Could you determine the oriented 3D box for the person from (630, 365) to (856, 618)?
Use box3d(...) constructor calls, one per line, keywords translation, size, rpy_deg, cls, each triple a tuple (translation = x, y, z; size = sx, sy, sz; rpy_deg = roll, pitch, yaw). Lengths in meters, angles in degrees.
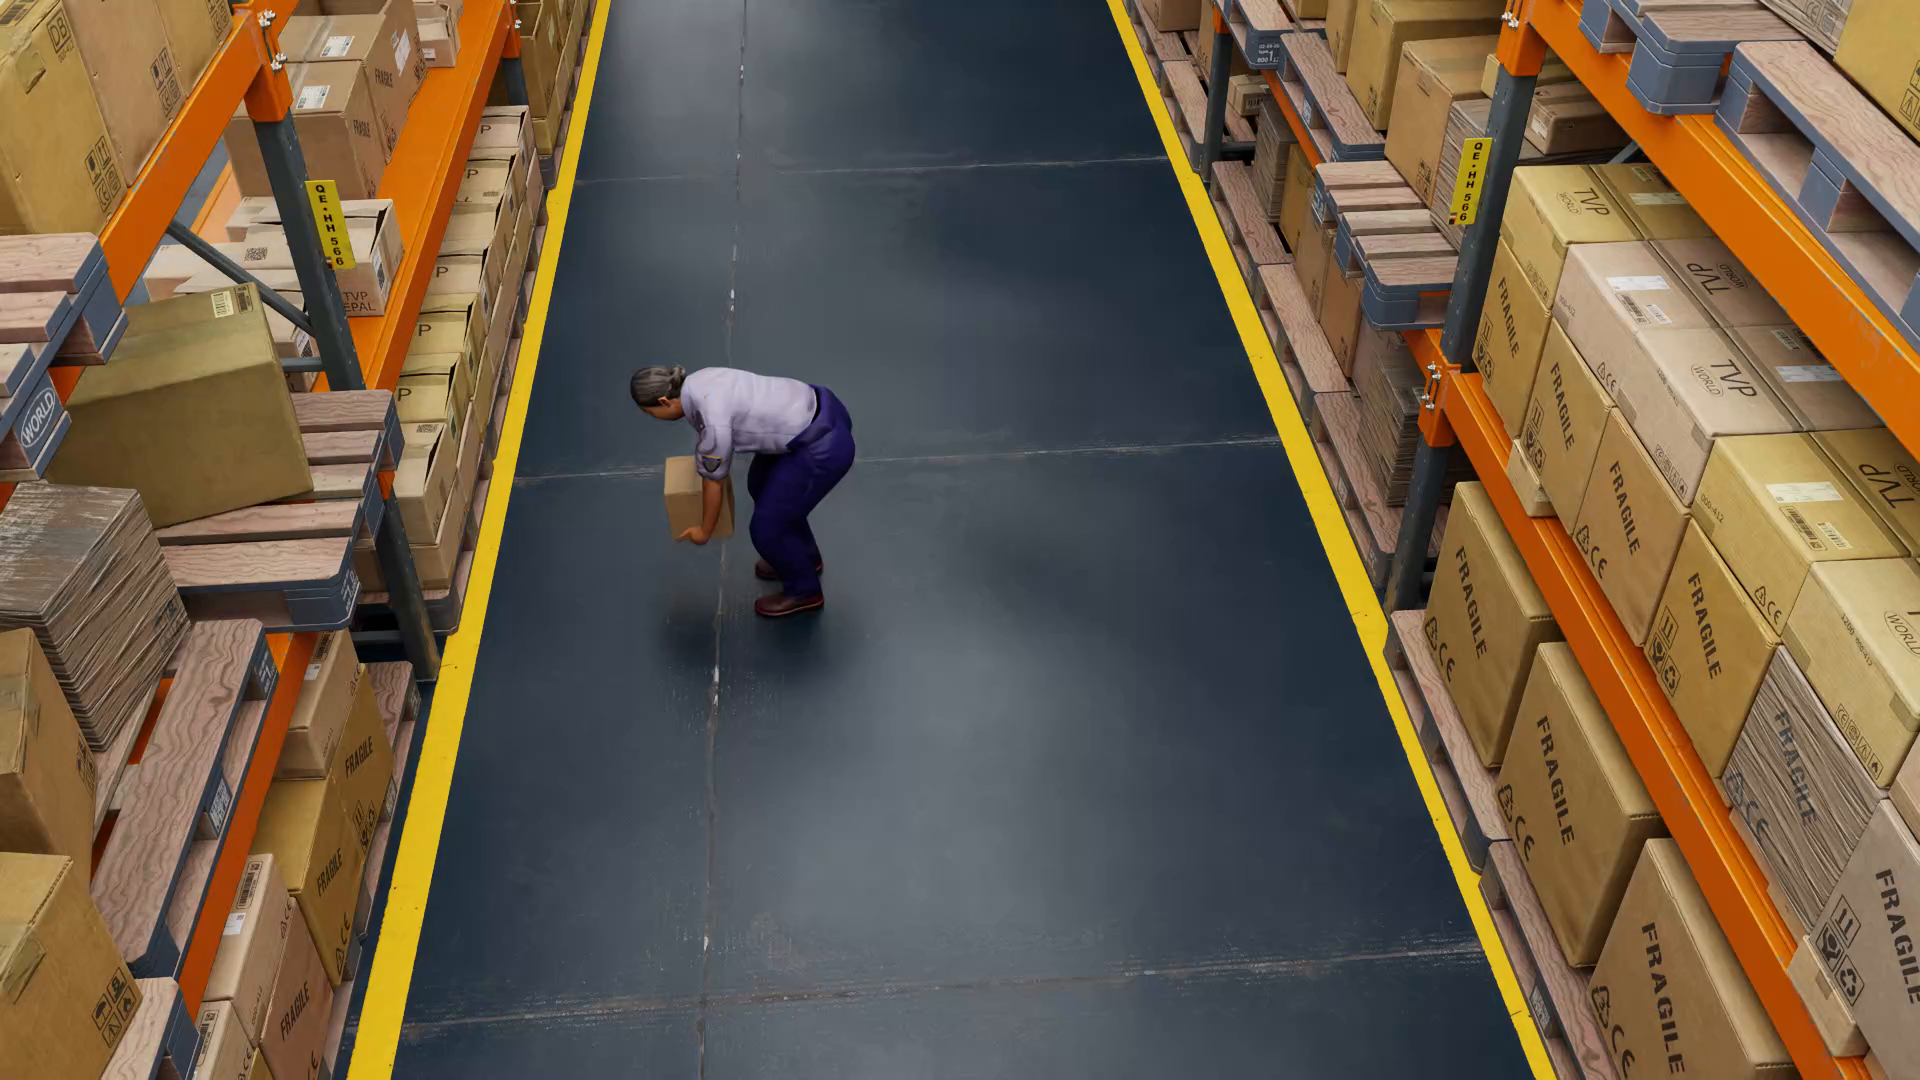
box3d(translation=(-0.855, -0.241, 6.820), size=(0.858, 1.196, 0.465), rpy_deg=(-5, 40, -6), cls="person")
